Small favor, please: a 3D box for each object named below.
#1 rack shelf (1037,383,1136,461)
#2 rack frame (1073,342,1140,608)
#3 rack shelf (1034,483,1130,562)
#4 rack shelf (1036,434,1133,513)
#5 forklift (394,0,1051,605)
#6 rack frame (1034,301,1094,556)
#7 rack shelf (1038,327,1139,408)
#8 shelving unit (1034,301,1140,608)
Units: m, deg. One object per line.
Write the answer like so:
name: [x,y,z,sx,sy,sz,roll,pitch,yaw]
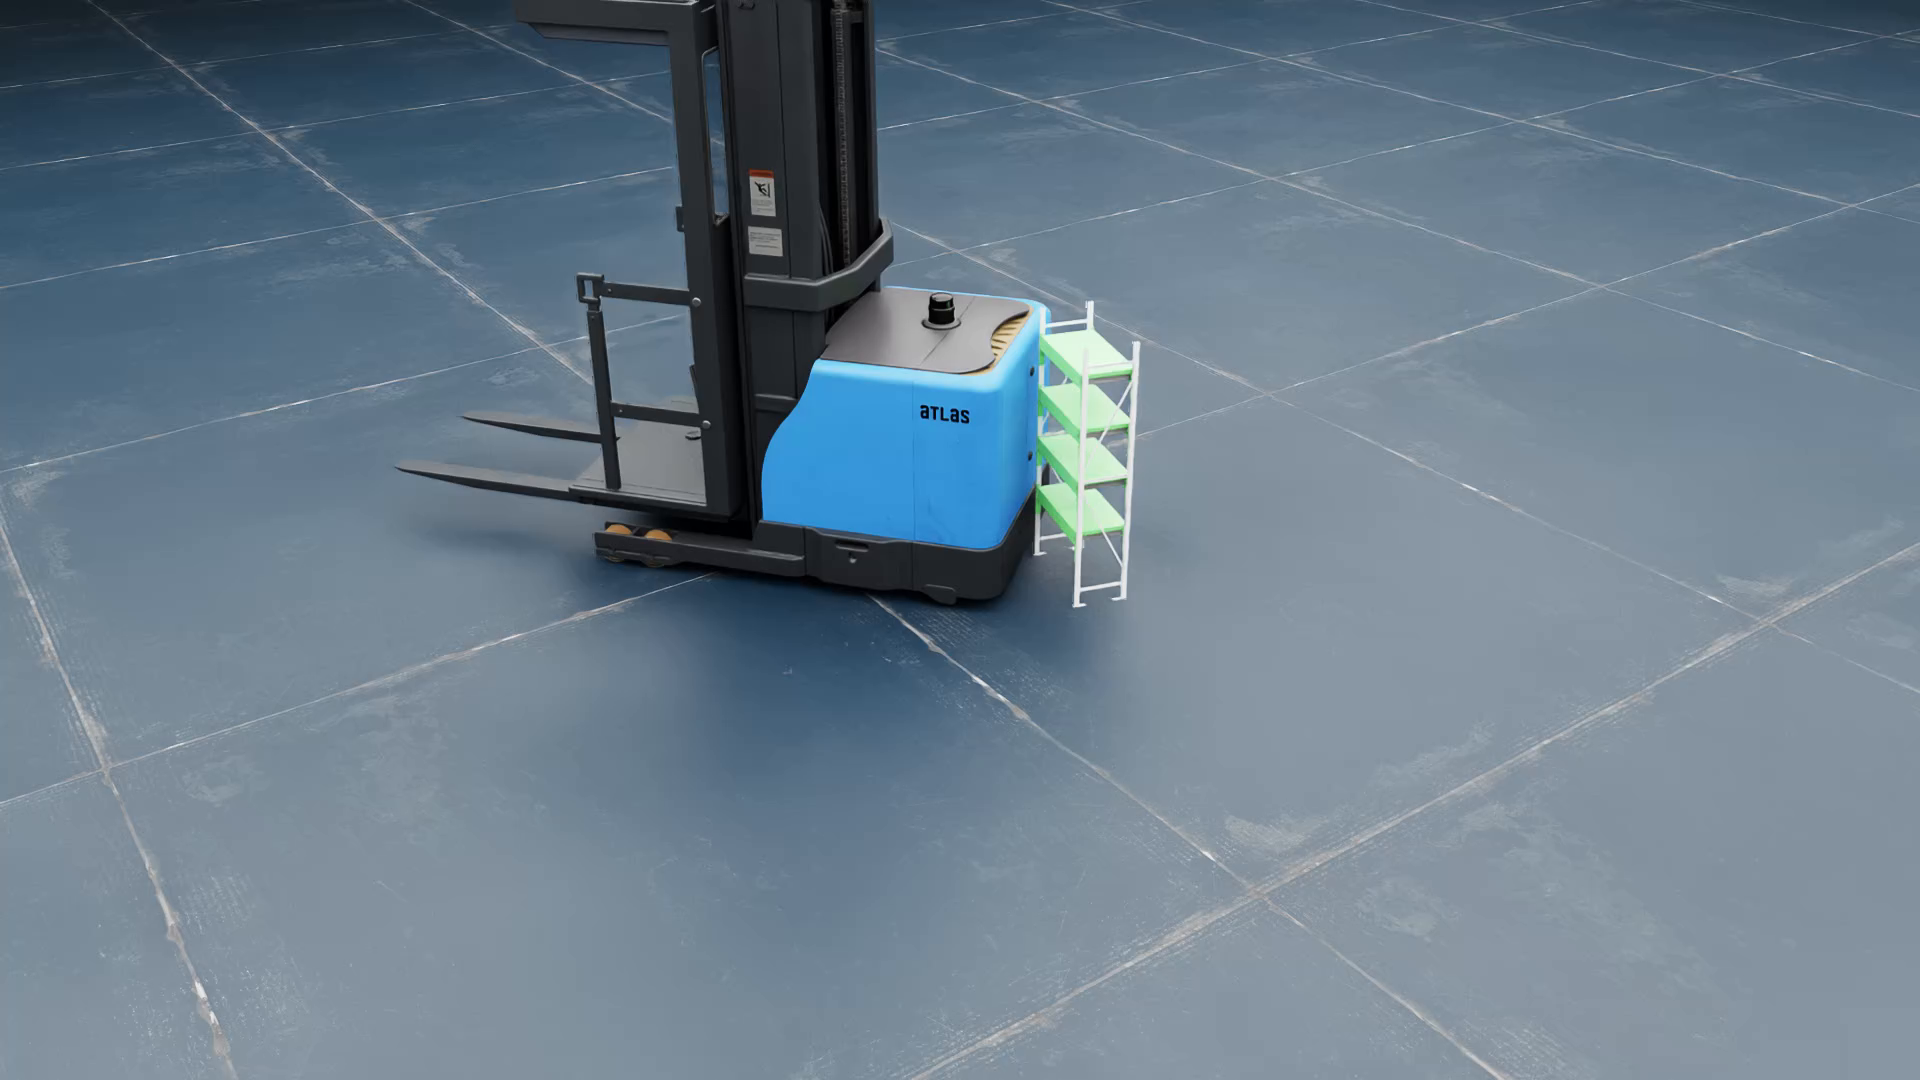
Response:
rack shelf: [0.532,-0.518,7.077,0.258,0.148,0.480,-9,30,-16]
rack frame: [0.609,-0.252,6.958,0.240,1.200,0.015,-9,30,-16]
rack shelf: [0.532,-0.096,7.306,0.258,0.148,0.480,-9,30,-16]
rack shelf: [0.532,-0.307,7.192,0.258,0.148,0.480,-9,30,-16]
forklift: [-1.153,-1.395,7.248,3.031,2.935,1.130,8,29,14]
rack frame: [0.455,-0.474,7.365,0.240,1.200,0.015,-9,30,-16]
rack shelf: [0.532,-0.729,6.963,0.258,0.148,0.480,-9,30,-16]
shelving unit: [0.532,-0.363,7.161,0.258,1.200,0.503,-9,30,-16]
